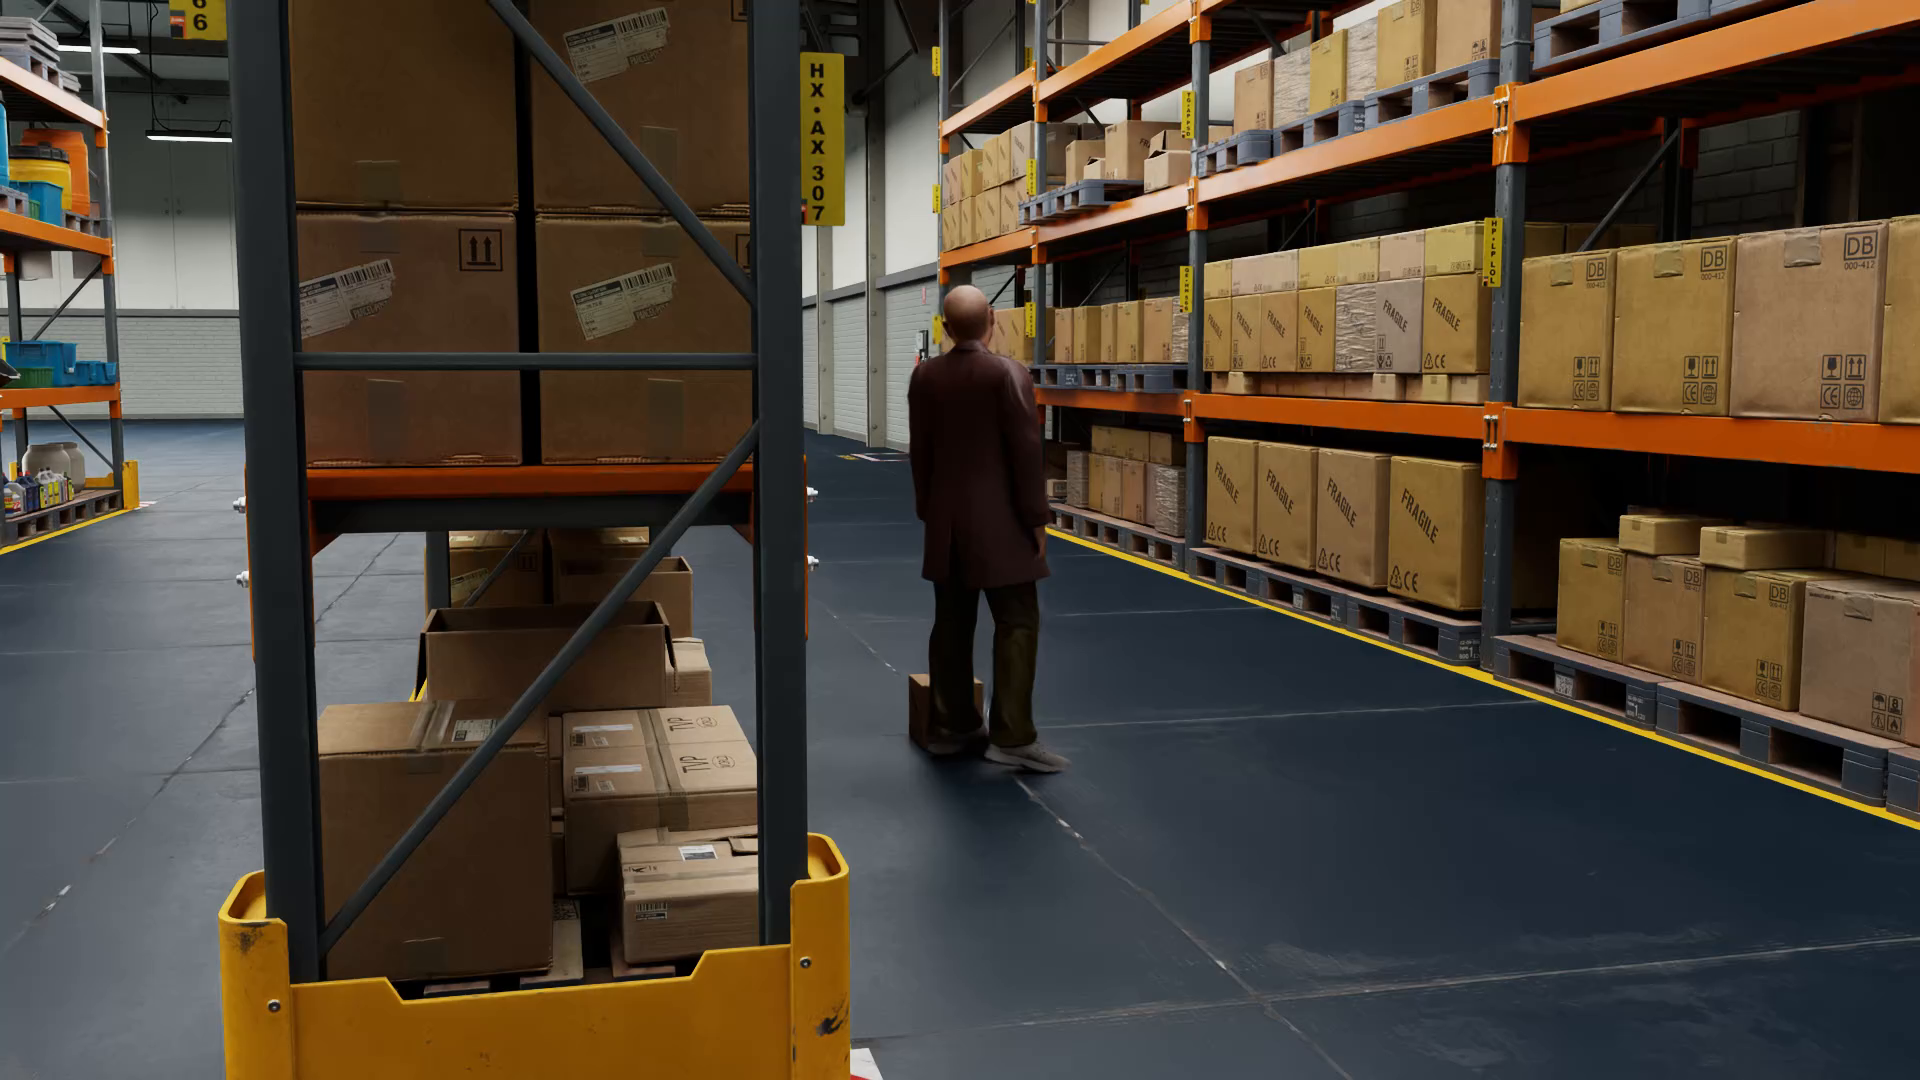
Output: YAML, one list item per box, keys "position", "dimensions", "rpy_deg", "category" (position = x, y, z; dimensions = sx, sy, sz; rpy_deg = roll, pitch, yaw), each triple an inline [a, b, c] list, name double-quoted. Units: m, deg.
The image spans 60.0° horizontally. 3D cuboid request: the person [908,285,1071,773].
- position: [0.099, -0.039, 6.269]
  dimensions: [0.646, 1.822, 0.415]
  rpy_deg: [5, 8, 38]
  category: "person"
